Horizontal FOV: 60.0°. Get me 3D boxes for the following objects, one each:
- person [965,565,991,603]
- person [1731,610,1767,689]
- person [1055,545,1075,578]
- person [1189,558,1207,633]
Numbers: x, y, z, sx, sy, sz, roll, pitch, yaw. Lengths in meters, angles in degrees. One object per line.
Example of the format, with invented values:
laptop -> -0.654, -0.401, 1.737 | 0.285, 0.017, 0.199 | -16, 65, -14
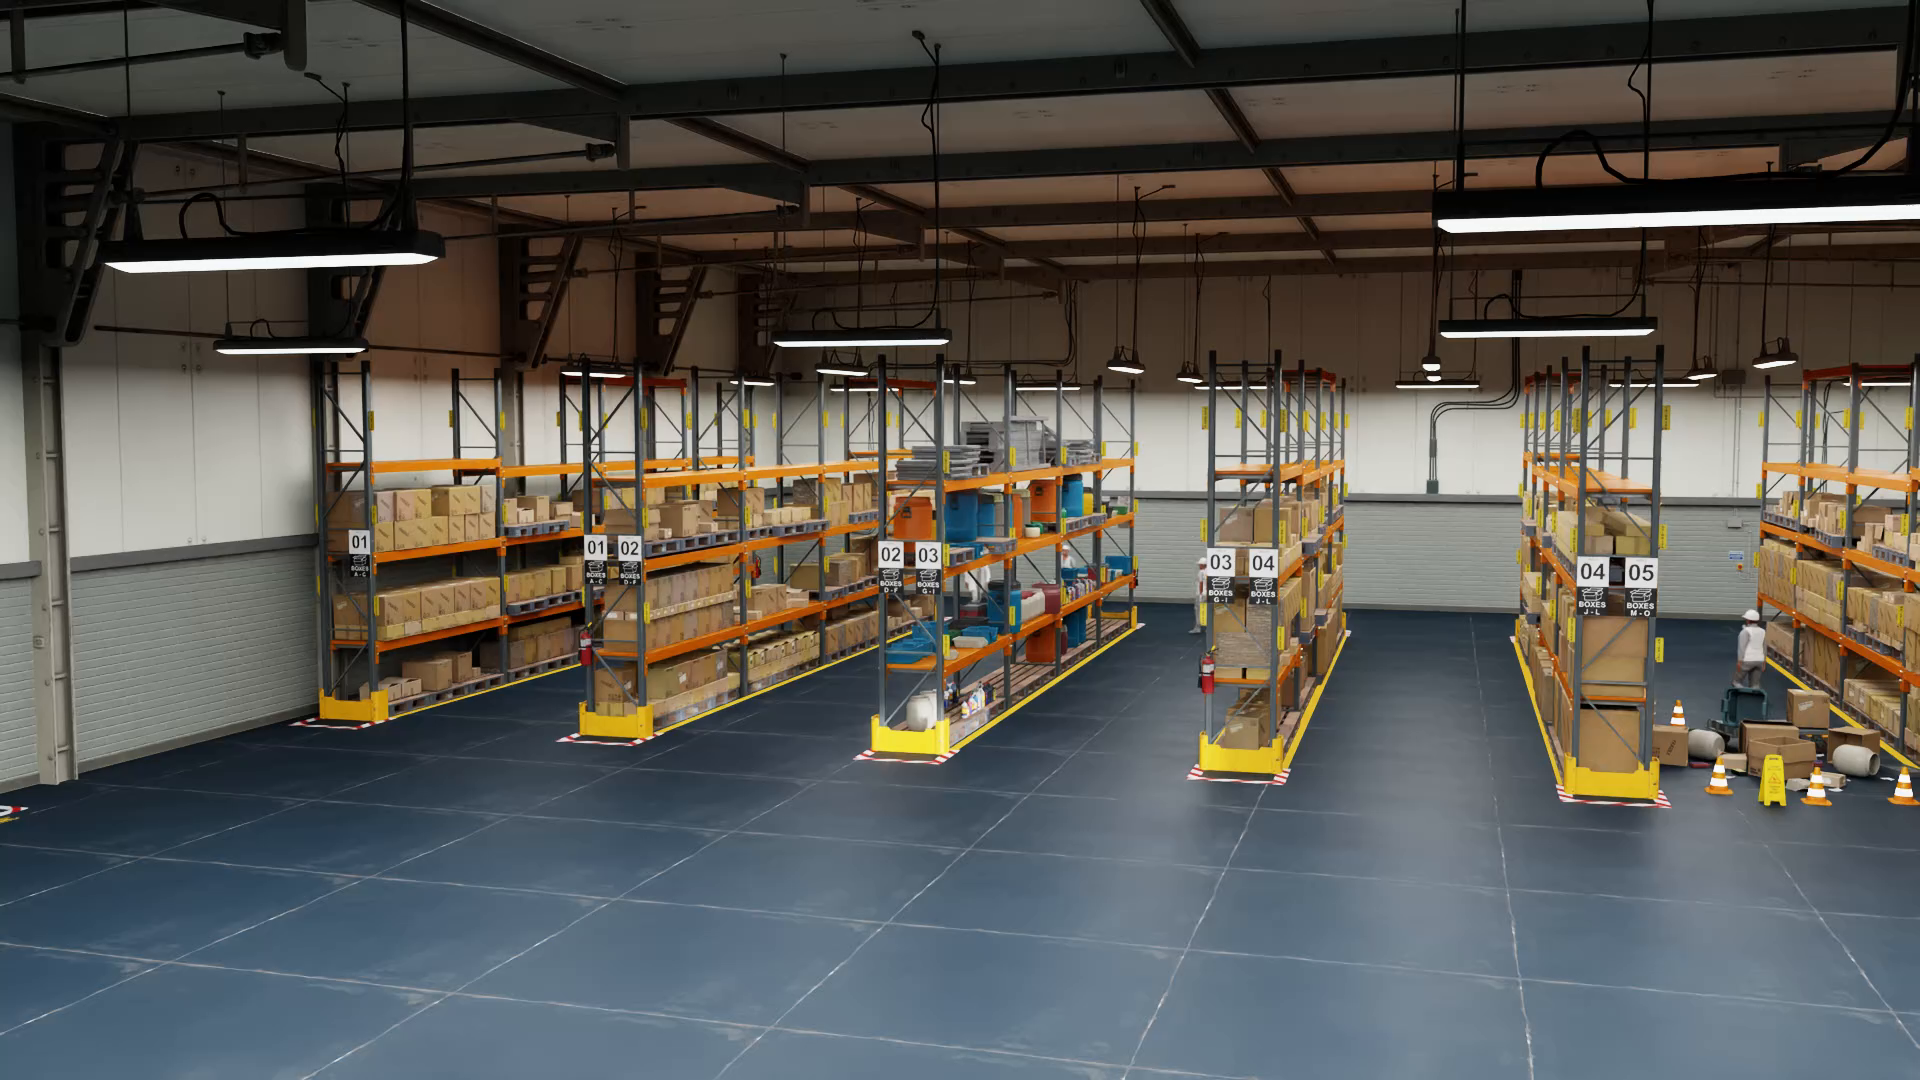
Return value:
person -> 0.450, 1.108, 42.247 | 0.610, 1.767, 1.027 | -1, 4, -15
person -> 13.541, 2.088, 28.493 | 0.569, 1.787, 0.397 | -1, 4, -14
person -> 2.714, 1.031, 43.053 | 0.602, 1.809, 0.510 | 2, 4, 25
person -> 5.732, 1.312, 39.219 | 0.569, 1.793, 0.650 | -3, 5, -39
